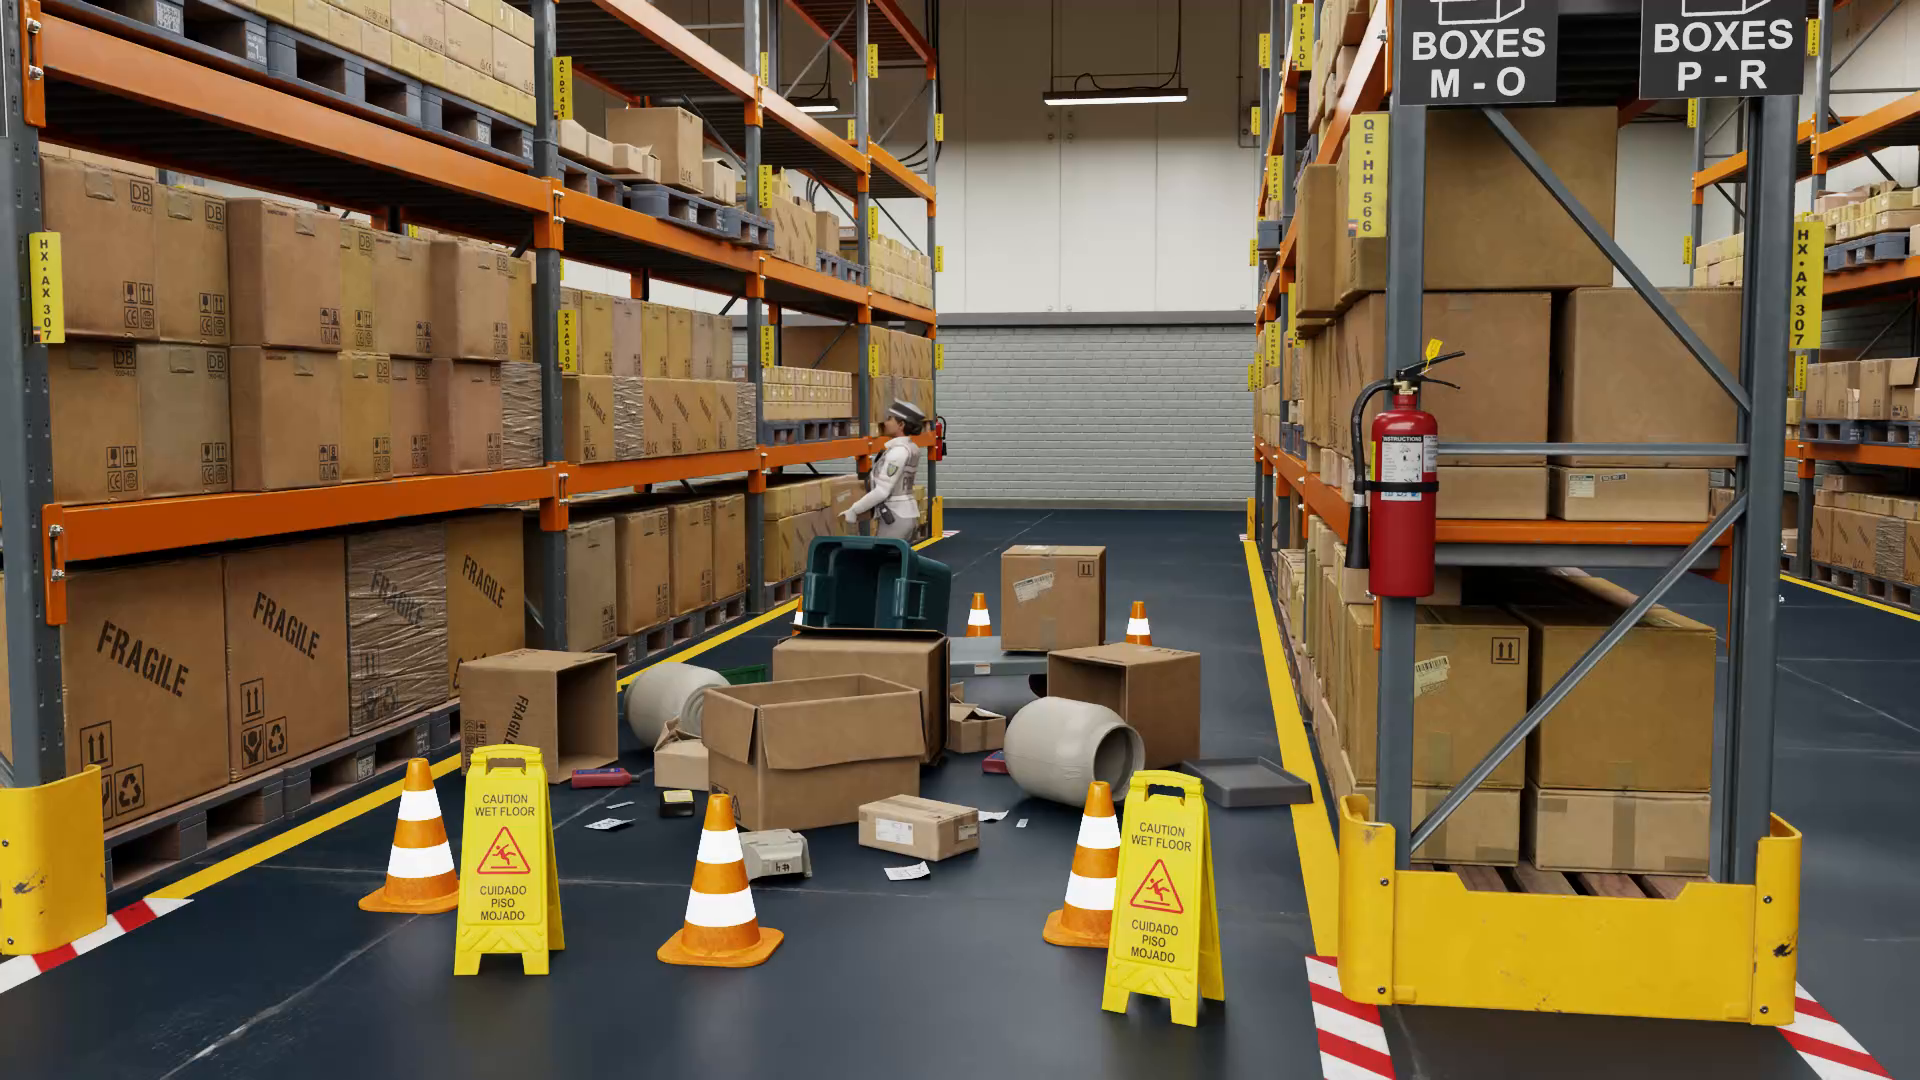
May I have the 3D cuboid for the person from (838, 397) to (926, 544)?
[{"bbox_3d":[-0.495,-0.090,10.862,0.563,1.687,0.460,1,5,9],"label":"person"}]
